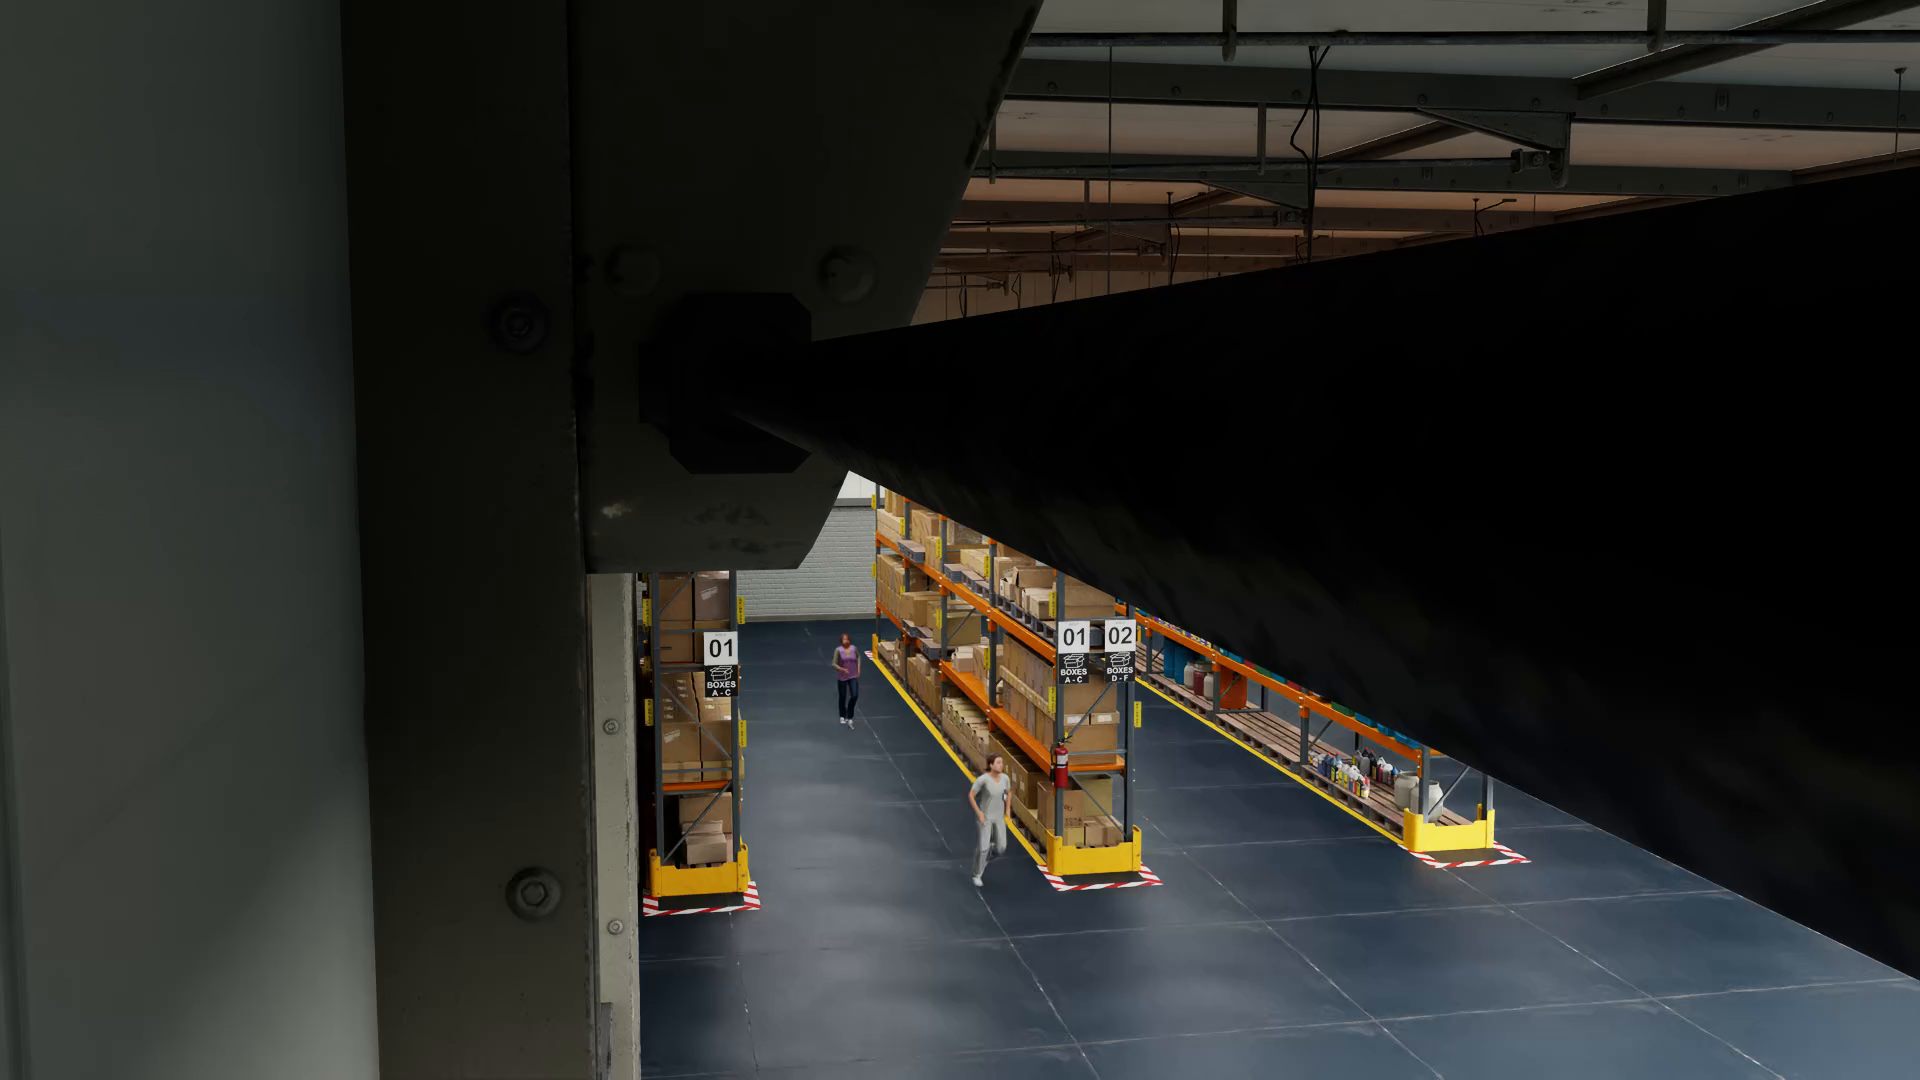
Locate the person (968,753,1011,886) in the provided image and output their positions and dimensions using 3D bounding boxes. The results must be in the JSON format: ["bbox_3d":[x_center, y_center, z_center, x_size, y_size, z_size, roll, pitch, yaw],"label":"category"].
[{"bbox_3d":[0.403,3.435,20.533,0.617,1.625,0.533,-3,6,-24],"label":"person"}]

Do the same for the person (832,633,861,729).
[{"bbox_3d":[-1.907,2.381,28.153,0.539,1.635,0.627,-1,6,-14],"label":"person"}]
